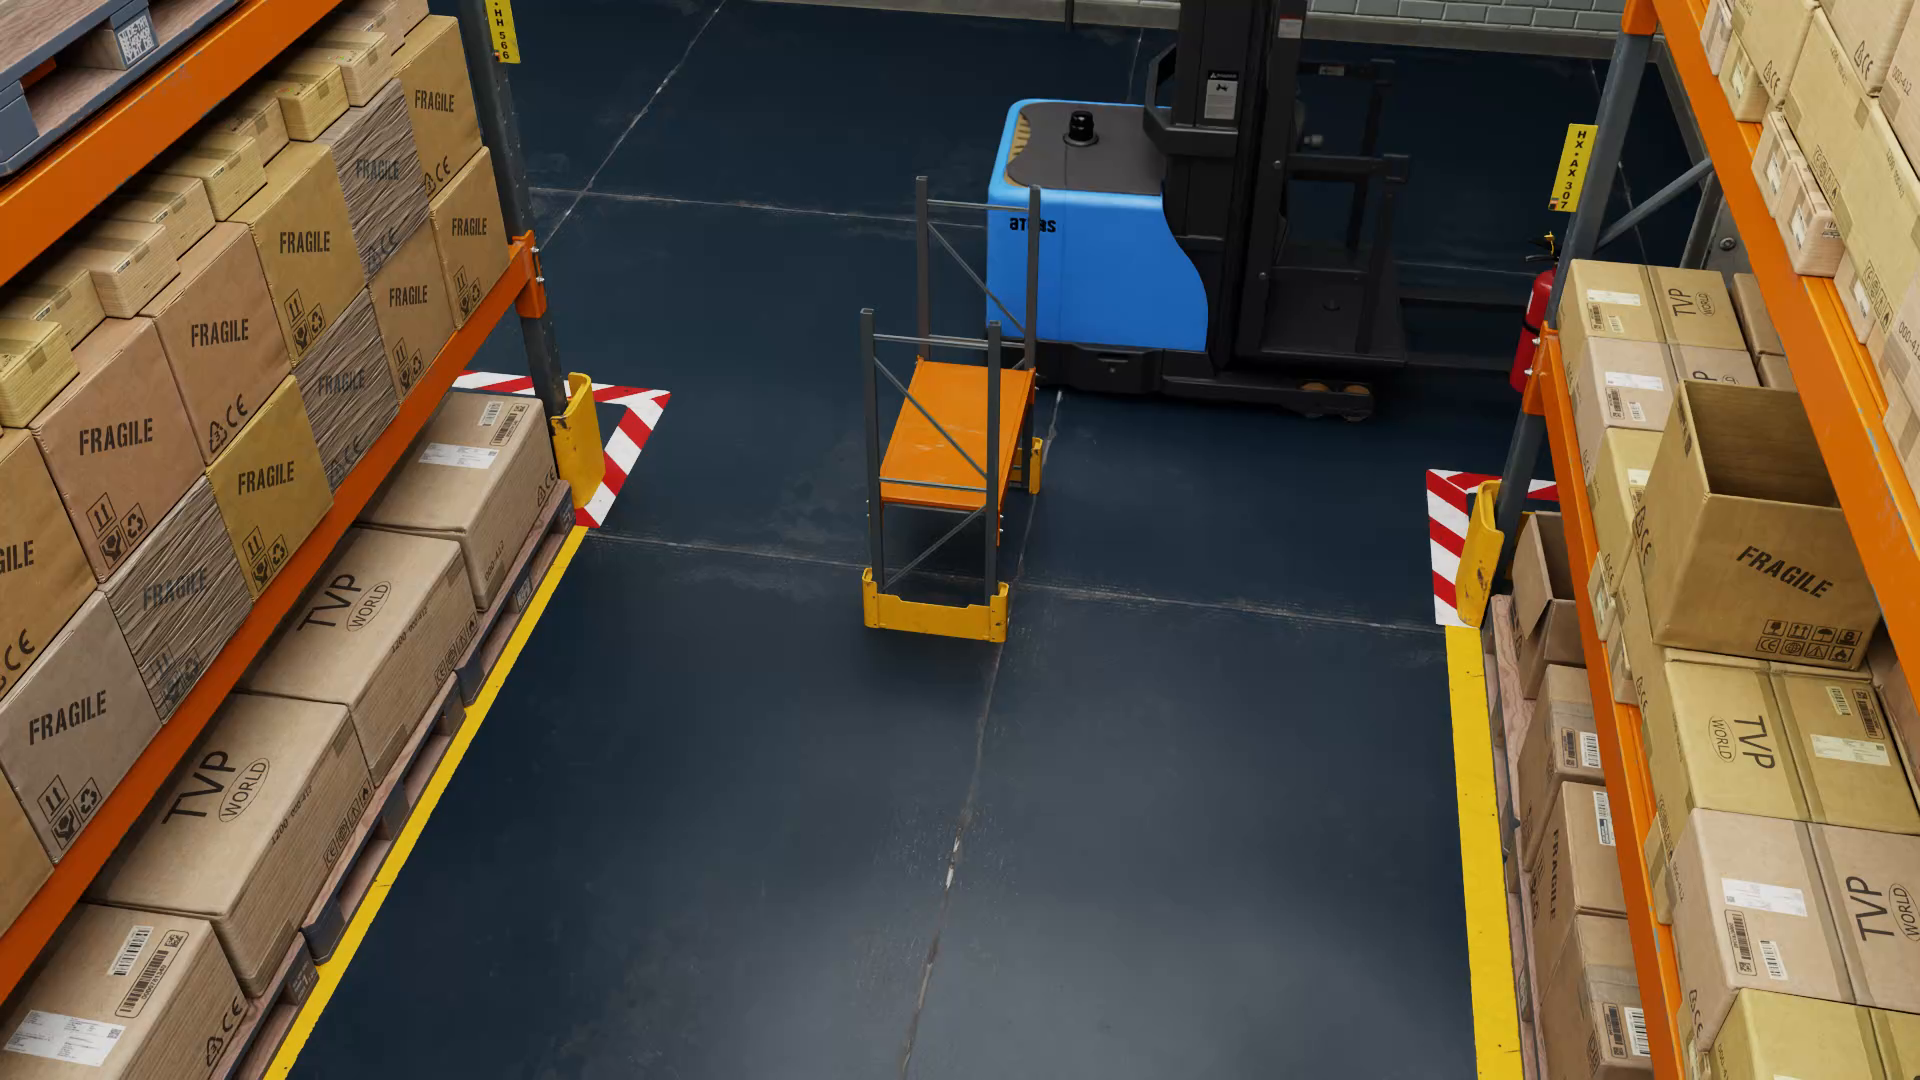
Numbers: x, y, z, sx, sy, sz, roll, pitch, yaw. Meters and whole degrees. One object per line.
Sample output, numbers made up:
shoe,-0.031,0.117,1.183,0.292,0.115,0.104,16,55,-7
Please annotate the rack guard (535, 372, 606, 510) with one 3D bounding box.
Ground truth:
rack guard,-2.219,-0.493,7.454,1.175,0.500,0.348,6,40,8

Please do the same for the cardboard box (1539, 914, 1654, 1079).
cardboard box,2.101,1.462,4.760,0.700,0.500,0.500,5,40,6

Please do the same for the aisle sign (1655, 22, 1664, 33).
aisle sign,2.389,-1.974,5.243,0.394,0.787,0.004,6,40,8

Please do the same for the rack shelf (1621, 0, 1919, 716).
rack shelf,2.320,-0.520,3.736,1.077,0.370,4.000,6,40,8

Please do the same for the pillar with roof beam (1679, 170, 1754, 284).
pillar with roof beam,-0.219,-5.276,6.569,9.100,9.000,0.400,6,40,8

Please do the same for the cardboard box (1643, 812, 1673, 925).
cardboard box,1.914,0.826,4.094,0.380,0.149,0.250,6,40,7

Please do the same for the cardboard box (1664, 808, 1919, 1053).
cardboard box,1.894,0.894,3.698,0.500,0.250,0.500,7,40,8

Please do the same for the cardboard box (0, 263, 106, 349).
cardboard box,-2.433,-0.582,4.227,0.380,0.149,0.250,6,40,8

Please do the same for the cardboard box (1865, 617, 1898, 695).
cardboard box,2.577,0.326,4.385,0.500,0.250,0.500,6,40,8

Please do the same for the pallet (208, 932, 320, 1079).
pallet,-2.707,1.675,5.059,1.003,0.211,1.213,6,40,8

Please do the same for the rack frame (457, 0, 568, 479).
rack frame,-2.223,-1.442,6.640,1.000,3.000,0.127,6,40,8

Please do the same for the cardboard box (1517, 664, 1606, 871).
cardboard box,2.281,0.811,5.548,0.700,0.500,0.500,8,40,9

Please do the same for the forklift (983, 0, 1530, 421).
forklift,1.671,-2.061,7.443,3.031,2.935,1.130,5,40,6

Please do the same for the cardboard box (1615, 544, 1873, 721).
cardboard box,2.084,0.260,4.466,0.500,0.250,0.500,5,40,7

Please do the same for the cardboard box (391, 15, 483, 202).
cardboard box,-2.072,-1.537,5.891,0.500,0.500,0.500,8,40,9

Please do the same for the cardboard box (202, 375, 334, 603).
cardboard box,-2.303,-0.185,5.042,0.500,0.500,0.500,8,40,9

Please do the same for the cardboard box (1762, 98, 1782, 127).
cardboard box,2.137,-0.983,3.928,0.380,0.149,0.250,6,40,7

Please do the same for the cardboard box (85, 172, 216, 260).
cardboard box,-2.319,-0.899,4.611,0.380,0.149,0.250,8,40,9

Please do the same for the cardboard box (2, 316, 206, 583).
cardboard box,-2.401,-0.264,4.352,0.500,0.500,0.500,7,40,9

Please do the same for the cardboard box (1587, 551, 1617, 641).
cardboard box,2.067,0.179,4.876,0.380,0.149,0.250,5,40,6

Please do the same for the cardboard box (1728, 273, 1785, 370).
cardboard box,2.848,-0.635,5.549,0.500,0.250,0.500,7,40,9

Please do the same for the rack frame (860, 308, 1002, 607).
rack frame,-0.103,-0.205,6.321,0.500,1.500,0.032,6,40,8

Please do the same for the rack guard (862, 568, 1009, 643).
rack guard,-0.099,0.264,6.734,0.587,0.250,0.087,6,40,8

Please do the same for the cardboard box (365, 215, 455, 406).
cardboard box,-2.148,-0.835,5.827,0.500,0.500,0.500,6,40,7

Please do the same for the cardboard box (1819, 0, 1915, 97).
cardboard box,2.084,-1.096,3.360,0.500,0.250,0.500,7,40,9

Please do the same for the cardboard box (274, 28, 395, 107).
cardboard box,-2.070,-1.535,5.380,0.380,0.149,0.250,6,40,7

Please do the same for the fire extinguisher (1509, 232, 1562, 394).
fire extinguisher,2.237,-0.866,6.297,0.296,0.674,0.183,6,40,8

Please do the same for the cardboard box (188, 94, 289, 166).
cardboard box,-2.269,-1.225,5.005,0.380,0.149,0.250,6,40,7

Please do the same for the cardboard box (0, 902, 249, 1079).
cardboard box,-2.701,1.512,4.748,0.875,0.438,0.875,6,40,7

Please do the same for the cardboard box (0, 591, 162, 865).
cardboard box,-2.485,0.449,4.274,0.500,0.500,0.500,7,40,8

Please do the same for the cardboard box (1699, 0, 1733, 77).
cardboard box,2.157,-1.310,4.323,0.380,0.149,0.250,7,40,9

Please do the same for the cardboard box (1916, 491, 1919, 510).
cardboard box,1.846,-0.025,2.769,0.380,0.149,0.250,8,40,9

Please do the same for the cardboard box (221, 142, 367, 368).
cardboard box,-2.222,-0.895,5.116,0.500,0.500,0.500,6,40,7

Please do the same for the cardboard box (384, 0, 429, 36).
cardboard box,-2.088,-1.868,5.783,0.380,0.149,0.250,7,40,8

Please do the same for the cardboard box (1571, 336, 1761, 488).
cardboard box,2.236,-0.382,5.242,0.500,0.250,0.500,7,40,8

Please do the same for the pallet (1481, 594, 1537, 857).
pallet,2.516,0.726,6.206,1.003,0.211,1.213,6,40,8

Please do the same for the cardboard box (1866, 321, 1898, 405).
cardboard box,1.968,-0.343,3.154,0.380,0.149,0.250,8,40,9

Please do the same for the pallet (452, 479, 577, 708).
pallet,-2.284,0.144,6.911,1.003,0.211,1.213,6,40,8

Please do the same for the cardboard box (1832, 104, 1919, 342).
cardboard box,1.991,-0.577,3.124,0.500,0.250,0.500,7,40,9

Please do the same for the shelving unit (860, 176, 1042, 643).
shelving unit,-0.013,-0.530,6.714,0.587,1.500,1.083,6,40,8

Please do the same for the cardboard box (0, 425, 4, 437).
cardboard box,-2.470,-0.252,3.828,0.380,0.149,0.250,6,40,7

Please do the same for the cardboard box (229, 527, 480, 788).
cardboard box,-2.389,0.385,6.112,0.875,0.438,0.875,7,40,9

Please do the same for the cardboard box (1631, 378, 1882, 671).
cardboard box,2.063,-0.046,4.247,0.500,0.500,0.500,7,40,9

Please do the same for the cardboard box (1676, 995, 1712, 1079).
cardboard box,1.825,1.151,3.701,0.380,0.149,0.250,7,40,9

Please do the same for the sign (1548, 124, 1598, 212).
sign,2.132,-1.290,5.777,0.100,0.325,0.005,6,40,8

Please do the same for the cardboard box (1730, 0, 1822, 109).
cardboard box,2.152,-1.220,3.902,0.500,0.250,0.500,5,40,6

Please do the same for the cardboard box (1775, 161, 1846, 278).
cardboard box,1.983,-0.673,3.553,0.380,0.149,0.250,7,40,9
